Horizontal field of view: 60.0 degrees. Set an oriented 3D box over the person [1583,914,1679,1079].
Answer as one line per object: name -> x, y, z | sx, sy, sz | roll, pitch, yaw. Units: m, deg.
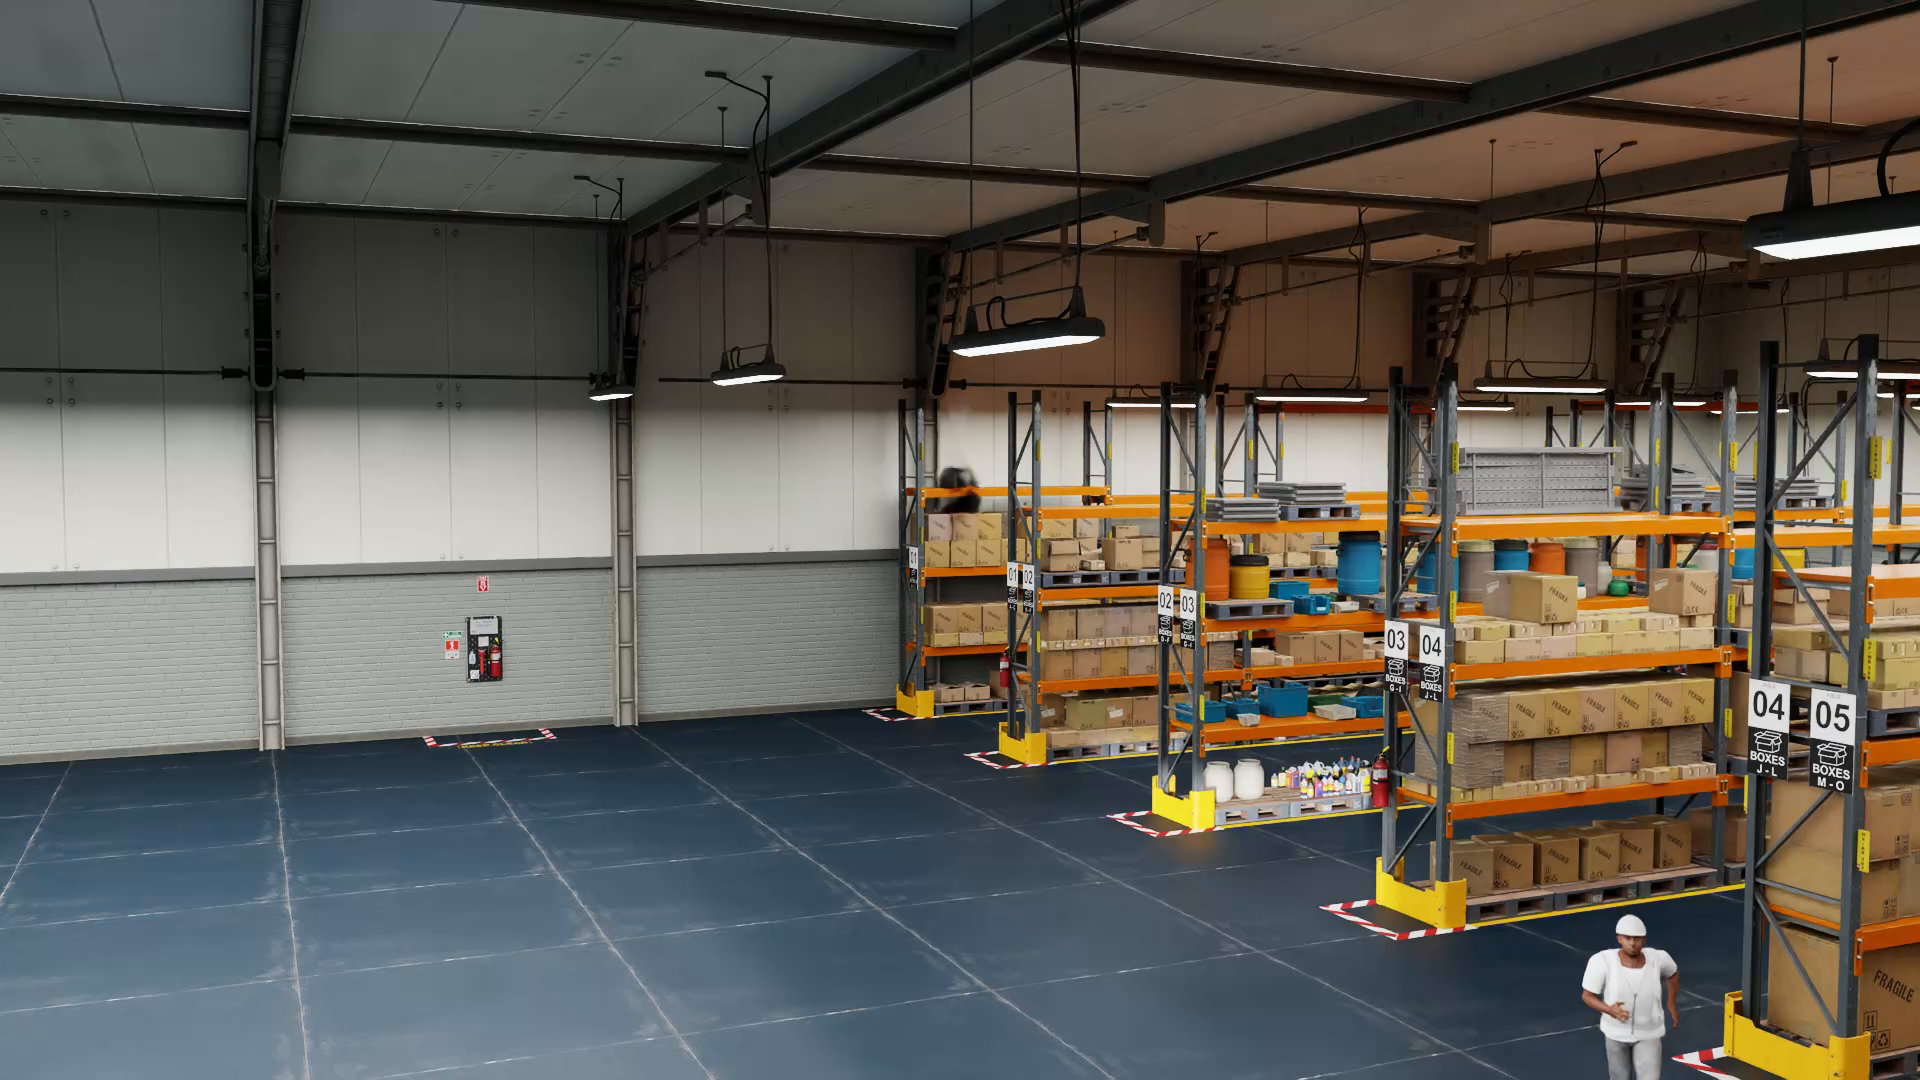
person -> 4.828, 3.577, 11.989 | 0.646, 1.805, 0.895 | 1, 4, 22
